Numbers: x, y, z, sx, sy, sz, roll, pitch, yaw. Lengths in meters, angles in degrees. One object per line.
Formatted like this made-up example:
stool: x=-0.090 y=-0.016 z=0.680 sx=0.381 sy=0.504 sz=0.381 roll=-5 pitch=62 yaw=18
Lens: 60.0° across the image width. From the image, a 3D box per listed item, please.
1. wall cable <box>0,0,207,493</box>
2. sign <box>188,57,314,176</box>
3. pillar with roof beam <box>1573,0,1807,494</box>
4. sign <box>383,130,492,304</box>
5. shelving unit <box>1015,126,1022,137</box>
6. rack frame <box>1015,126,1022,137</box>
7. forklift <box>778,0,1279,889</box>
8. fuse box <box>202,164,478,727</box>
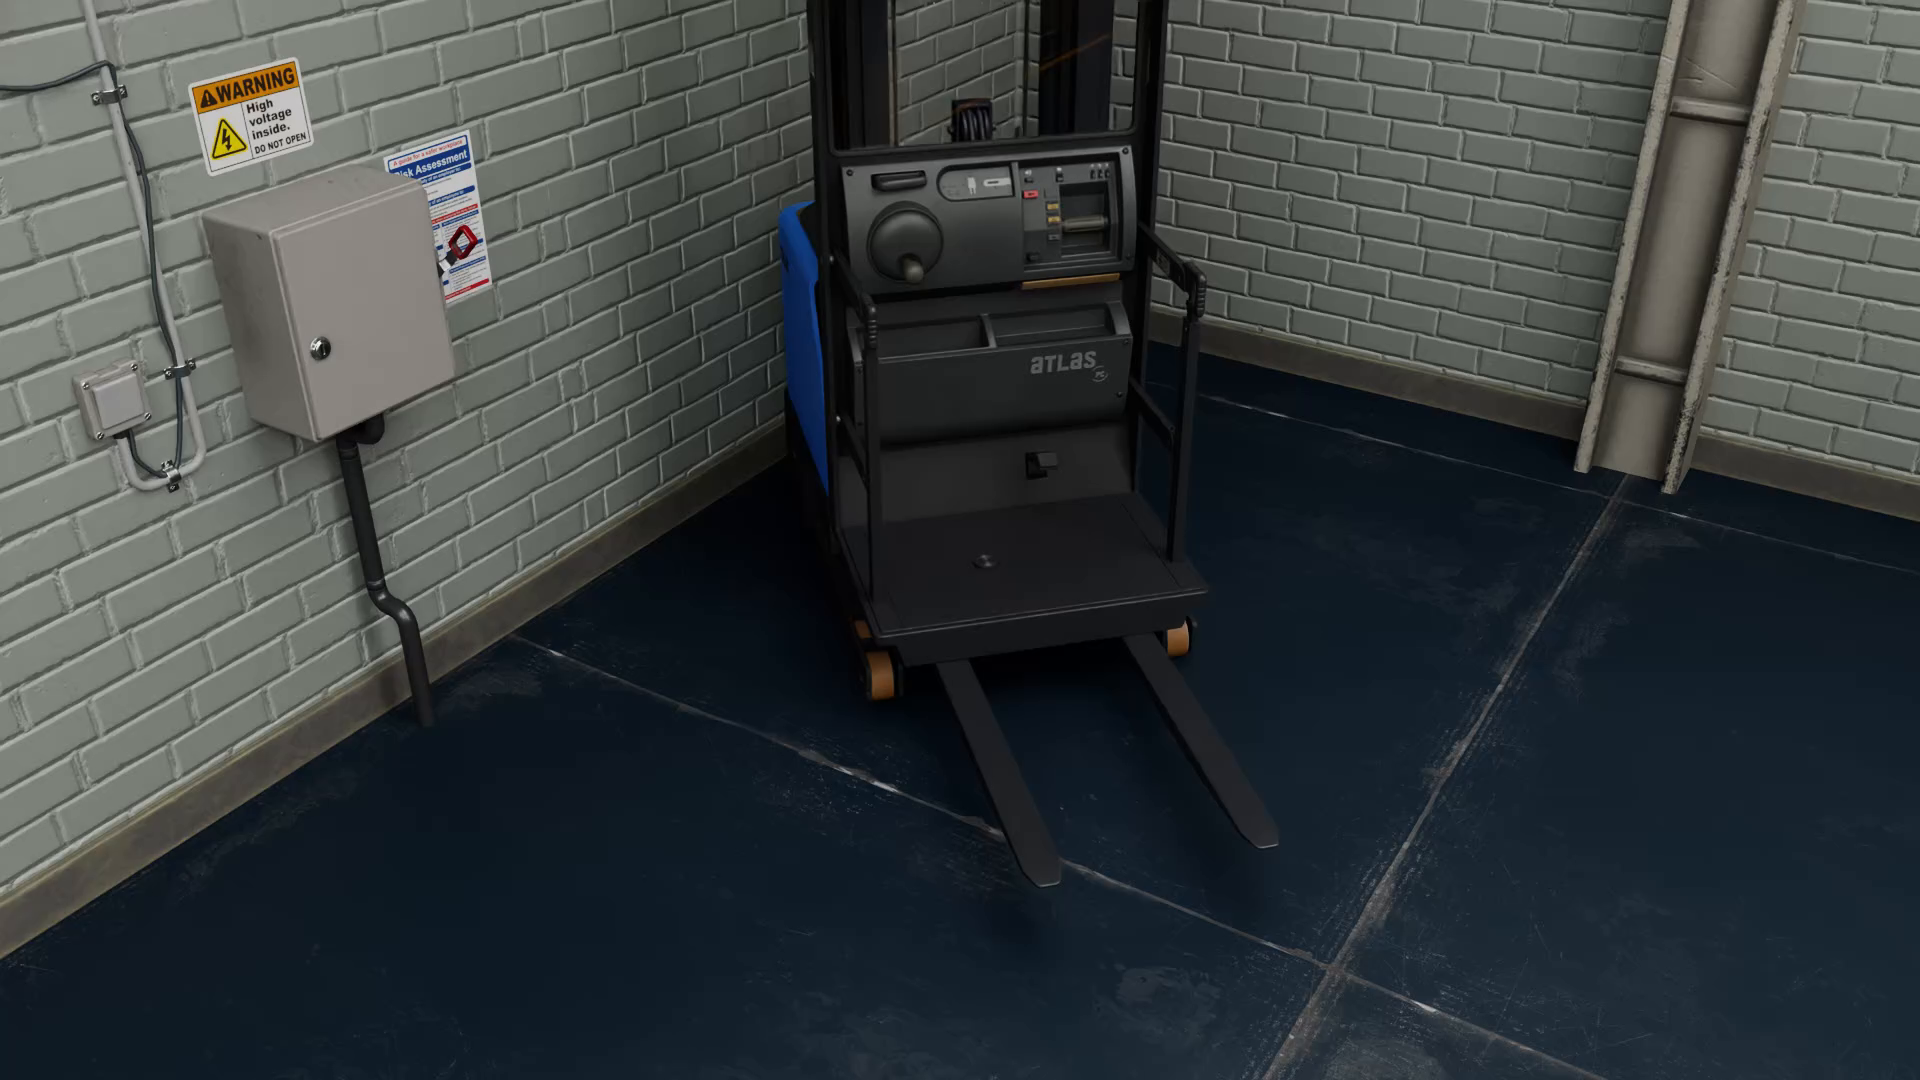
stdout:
wall cable: x=-2.144 y=-0.914 z=3.831 sx=0.122 sy=1.984 sz=0.588 roll=18 pitch=35 yaw=27
sign: x=-1.853 y=-1.113 z=4.361 sx=0.001 sy=0.242 sz=0.339 roll=18 pitch=35 yaw=27
pillar with roof beam: x=0.442 y=-2.346 z=1.342 sx=0.400 sy=9.000 sz=9.100 roll=18 pitch=35 yaw=27
sign: x=-1.561 y=-0.949 z=4.995 sx=0.001 sy=0.494 sz=0.329 roll=18 pitch=35 yaw=27
shelving unit: x=0.355 y=-1.038 z=6.838 sx=0.503 sy=1.200 sz=0.258 roll=23 pitch=37 yaw=33
rack frame: x=0.167 y=-1.116 z=6.972 sx=0.015 sy=1.200 sz=0.240 roll=23 pitch=37 yaw=33
forklift: x=0.153 y=-0.961 z=4.988 sx=1.130 sy=2.935 sz=3.031 roll=-7 pitch=31 yaw=-12
fuse box: x=-1.648 y=-0.167 z=4.839 sx=0.414 sy=1.711 sz=0.539 roll=18 pitch=35 yaw=27
